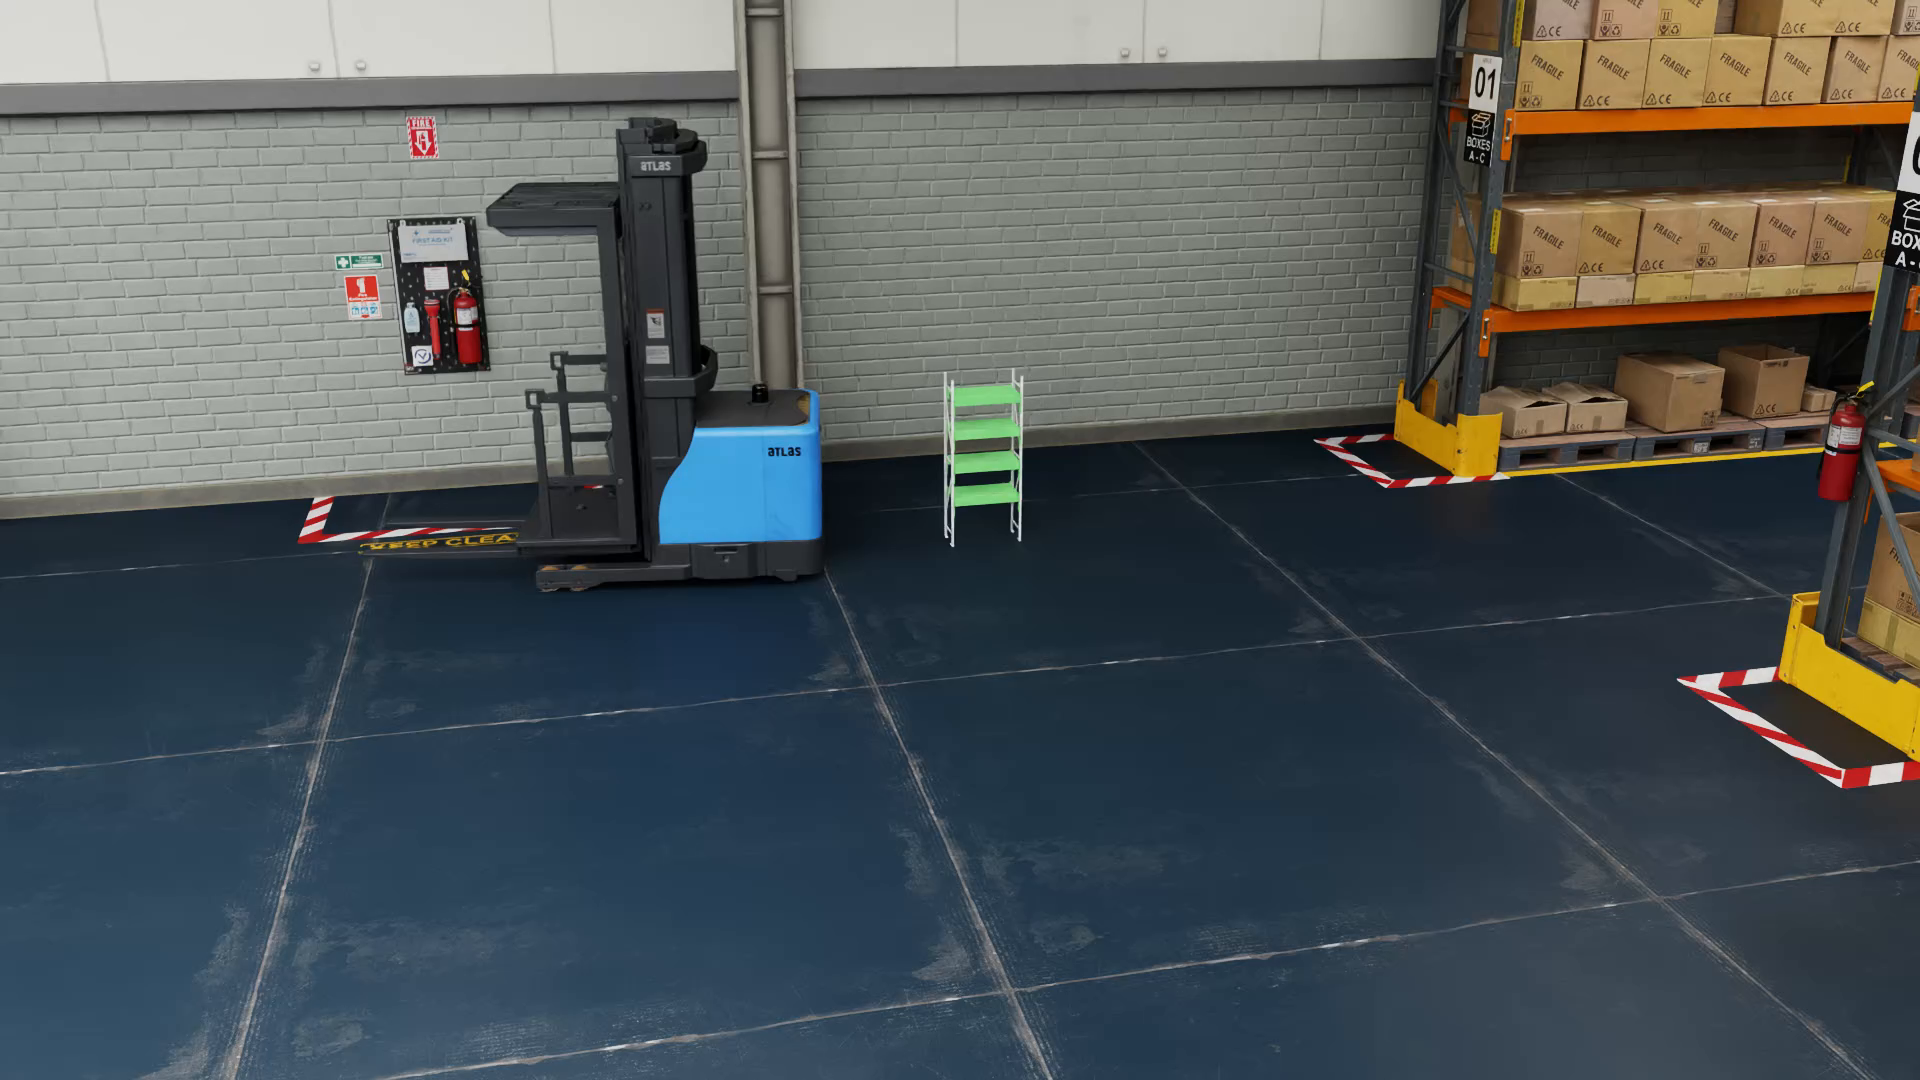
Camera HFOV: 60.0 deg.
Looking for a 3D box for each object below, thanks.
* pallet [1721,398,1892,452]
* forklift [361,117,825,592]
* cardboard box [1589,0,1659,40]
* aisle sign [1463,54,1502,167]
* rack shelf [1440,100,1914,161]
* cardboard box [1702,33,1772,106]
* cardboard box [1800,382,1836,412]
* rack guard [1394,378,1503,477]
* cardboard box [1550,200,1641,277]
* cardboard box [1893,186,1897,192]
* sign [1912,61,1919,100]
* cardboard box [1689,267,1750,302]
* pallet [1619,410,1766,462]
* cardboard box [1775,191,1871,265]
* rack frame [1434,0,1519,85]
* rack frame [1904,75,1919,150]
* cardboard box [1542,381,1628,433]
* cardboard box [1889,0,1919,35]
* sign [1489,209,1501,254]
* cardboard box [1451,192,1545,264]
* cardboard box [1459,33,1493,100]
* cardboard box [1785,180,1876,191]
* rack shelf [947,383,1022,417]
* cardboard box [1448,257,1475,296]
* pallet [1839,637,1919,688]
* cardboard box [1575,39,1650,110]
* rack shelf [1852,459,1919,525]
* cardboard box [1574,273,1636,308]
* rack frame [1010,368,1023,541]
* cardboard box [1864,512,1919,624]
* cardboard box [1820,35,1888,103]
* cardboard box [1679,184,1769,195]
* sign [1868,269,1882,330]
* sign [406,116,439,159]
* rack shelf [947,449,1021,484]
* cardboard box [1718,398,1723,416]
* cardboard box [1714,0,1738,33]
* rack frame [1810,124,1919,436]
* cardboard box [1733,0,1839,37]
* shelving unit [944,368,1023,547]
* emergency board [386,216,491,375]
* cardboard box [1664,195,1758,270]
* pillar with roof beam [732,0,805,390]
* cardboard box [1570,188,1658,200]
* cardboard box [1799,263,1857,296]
[{"bbox_3d":[7.160,-1.045,14.361,1.213,0.211,1.003,-5,21,-12],"label":"pallet"},{"bbox_3d":[-2.443,-1.224,10.895,3.031,2.935,1.130,-1,20,-4],"label":"forklift"},{"bbox_3d":[4.843,-4.009,12.409,0.500,0.500,0.500,-5,21,-13],"label":"cardboard box"},{"bbox_3d":[3.912,-3.217,12.457,0.004,0.787,0.394,-5,21,-12],"label":"aisle sign"},{"bbox_3d":[5.859,-3.332,13.234,4.000,0.370,1.077,-5,21,-12],"label":"rack shelf"},{"bbox_3d":[5.848,-3.633,12.836,0.500,0.500,0.500,-3,20,-9],"label":"cardboard box"},{"bbox_3d":[7.292,-1.243,14.327,0.250,0.166,0.380,-7,21,-20],"label":"cardboard box"},{"bbox_3d":[3.987,-0.935,13.641,0.348,0.500,1.175,-5,21,-12],"label":"rack guard"},{"bbox_3d":[4.930,-2.367,13.014,0.500,0.500,0.500,-5,21,-12],"label":"cardboard box"},{"bbox_3d":[8.309,-2.702,14.044,0.500,0.500,0.700,-5,21,-12],"label":"cardboard box"},{"bbox_3d":[4.945,-2.415,8.513,0.005,0.325,0.100,-5,21,-12],"label":"sign"},{"bbox_3d":[5.952,-2.098,13.369,0.500,0.250,0.500,-4,21,-12],"label":"cardboard box"},{"bbox_3d":[5.971,-0.947,14.094,1.213,0.211,1.003,-5,21,-12],"label":"pallet"},{"bbox_3d":[6.932,-2.528,13.454,0.500,0.500,0.500,-5,21,-13],"label":"cardboard box"},{"bbox_3d":[3.913,-4.920,12.162,0.127,3.000,1.000,-5,21,-12],"label":"rack frame"},{"bbox_3d":[5.056,-3.262,7.636,0.127,3.000,1.000,-5,21,-12],"label":"rack frame"},{"bbox_3d":[5.162,-1.117,13.771,0.500,0.311,0.500,-3,20,-8],"label":"cardboard box"},{"bbox_3d":[7.380,-4.223,12.994,0.500,0.500,0.500,-6,21,-17],"label":"cardboard box"},{"bbox_3d":[4.038,-2.328,12.550,0.005,0.325,0.100,-5,21,-12],"label":"sign"},{"bbox_3d":[4.323,-2.502,13.384,0.500,0.500,0.500,-5,21,-13],"label":"cardboard box"},{"bbox_3d":[4.261,-3.685,12.979,0.500,0.500,0.500,-3,20,-9],"label":"cardboard box"},{"bbox_3d":[7.300,-2.743,14.041,0.500,0.500,0.500,-5,21,-14],"label":"cardboard box"},{"bbox_3d":[0.161,-0.967,11.501,0.480,0.148,0.258,-5,21,-12],"label":"rack shelf"},{"bbox_3d":[4.323,-2.144,13.495,0.500,0.250,0.500,-4,21,-12],"label":"cardboard box"},{"bbox_3d":[5.791,0.790,9.352,1.213,0.211,1.003,-5,21,-12],"label":"pallet"},{"bbox_3d":[4.827,-3.541,12.585,0.500,0.500,0.500,-3,20,-9],"label":"cardboard box"},{"bbox_3d":[7.003,-0.265,9.224,4.000,0.370,1.077,-5,21,-12],"label":"rack shelf"},{"bbox_3d":[4.963,-2.020,13.157,0.500,0.250,0.500,-5,21,-14],"label":"cardboard box"},{"bbox_3d":[0.399,-0.596,11.697,0.015,1.200,0.240,-5,21,-12],"label":"rack frame"},{"bbox_3d":[5.510,0.155,9.328,0.500,0.500,0.500,-5,21,-12],"label":"cardboard box"},{"bbox_3d":[6.876,-3.726,13.089,0.500,0.500,0.500,-6,21,-17],"label":"cardboard box"},{"bbox_3d":[6.310,-2.666,13.830,0.500,0.500,0.500,-4,21,-11],"label":"cardboard box"},{"bbox_3d":[4.945,-1.283,8.927,0.005,0.325,0.100,-5,21,-12],"label":"sign"},{"bbox_3d":[-3.888,-2.911,12.031,0.199,0.298,0.001,-5,21,-12],"label":"sign"},{"bbox_3d":[0.161,-0.516,11.666,0.480,0.148,0.258,-5,21,-12],"label":"rack shelf"},{"bbox_3d":[6.244,-1.167,14.146,0.250,0.149,0.380,-6,21,-17],"label":"cardboard box"},{"bbox_3d":[5.777,-4.275,13.134,0.500,0.500,0.500,-5,21,-13],"label":"cardboard box"},{"bbox_3d":[7.806,-2.419,14.058,0.127,3.000,1.000,-5,21,-12],"label":"rack frame"},{"bbox_3d":[6.344,-4.132,12.743,0.500,0.500,0.500,-5,21,-14],"label":"cardboard box"},{"bbox_3d":[0.161,-0.576,11.644,0.503,1.200,0.258,-5,21,-12],"label":"shelving unit"},{"bbox_3d":[-3.858,-1.790,12.340,0.643,1.169,0.194,-5,21,-12],"label":"emergency board"},{"bbox_3d":[5.934,-2.451,13.242,0.500,0.500,0.500,-4,20,-11],"label":"cardboard box"},{"bbox_3d":[-0.453,-3.349,7.874,0.400,9.000,9.100,-5,21,-12],"label":"pillar with roof beam"},{"bbox_3d":[5.317,-2.581,13.599,0.500,0.500,0.500,-5,21,-14],"label":"cardboard box"},{"bbox_3d":[6.928,-2.183,13.601,0.500,0.250,0.500,-5,21,-12],"label":"cardboard box"}]
